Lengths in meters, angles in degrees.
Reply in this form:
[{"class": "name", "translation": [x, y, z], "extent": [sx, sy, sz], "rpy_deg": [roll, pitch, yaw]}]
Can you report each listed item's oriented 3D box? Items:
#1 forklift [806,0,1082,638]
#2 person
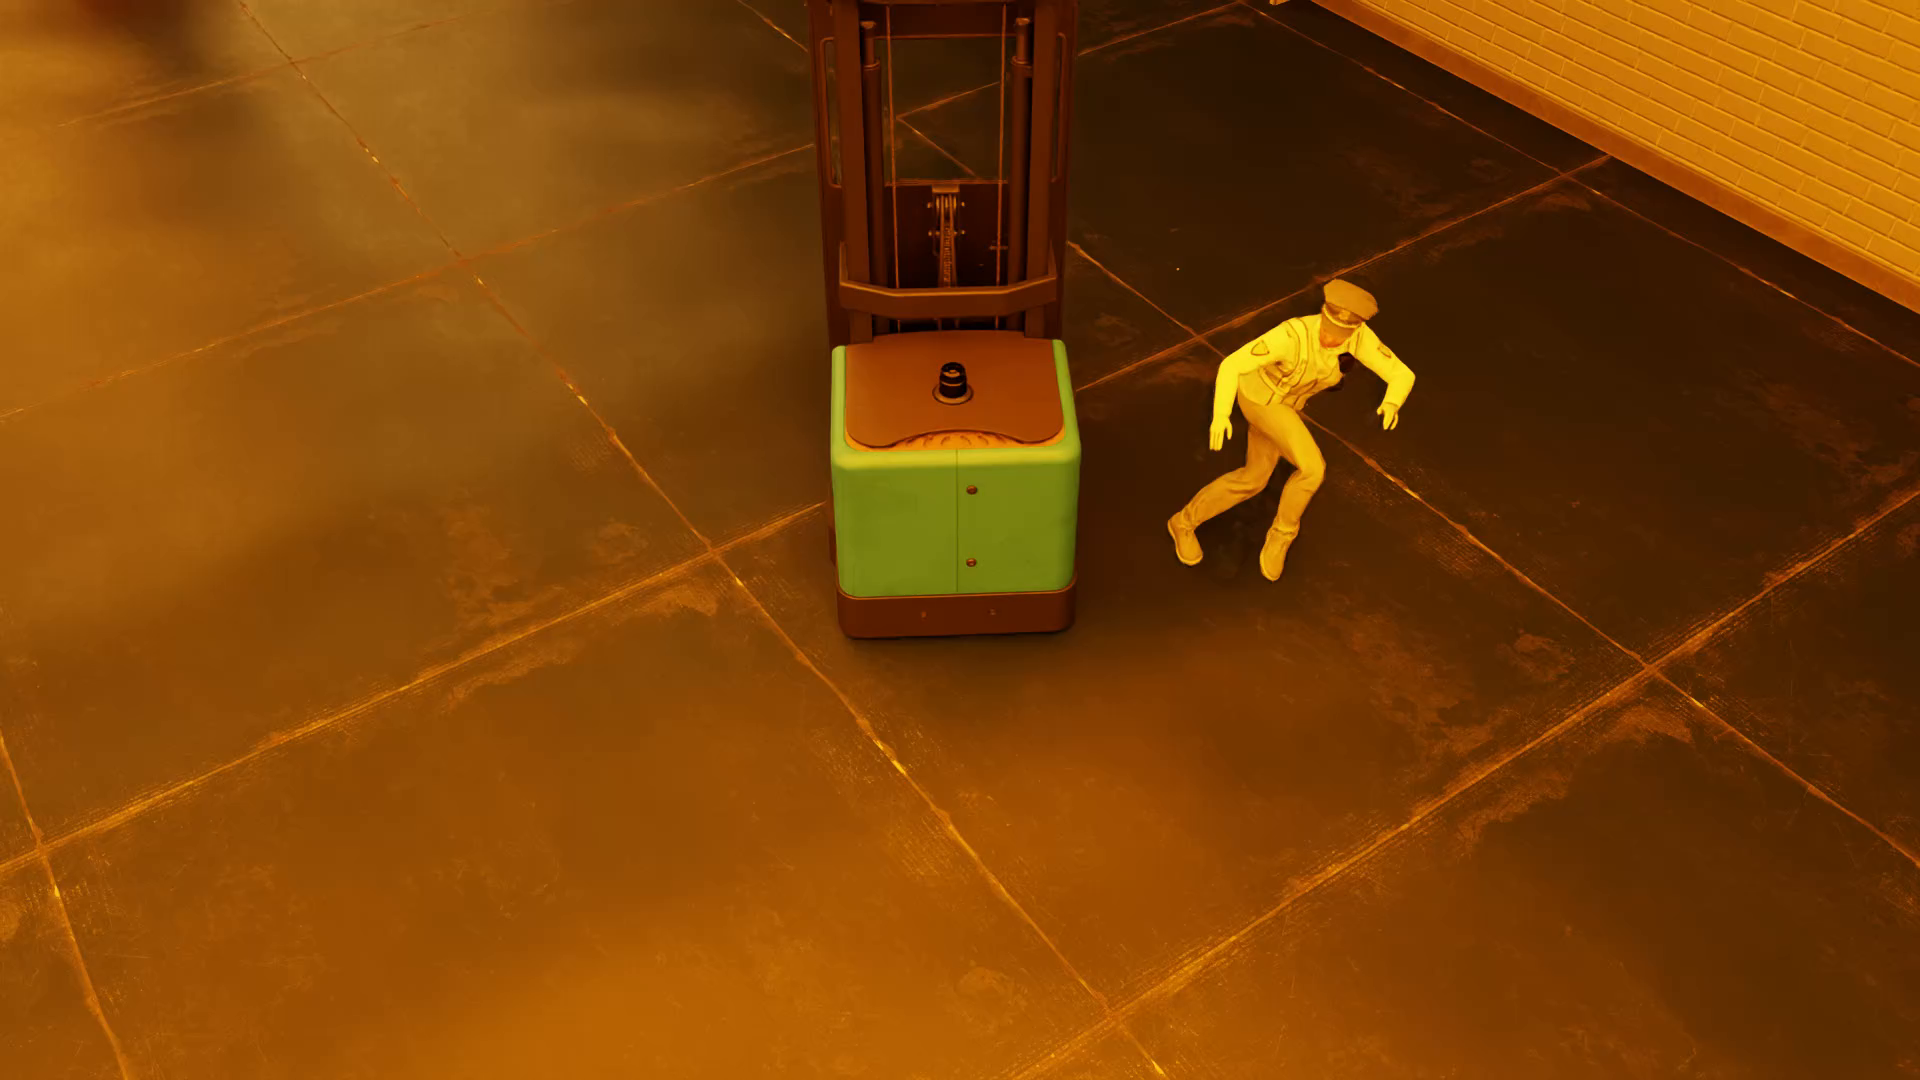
[{"class": "forklift", "translation": [-0.083, -1.633, 7.487], "extent": [1.130, 2.935, 3.031], "rpy_deg": [-2, 43, -2]}, {"class": "person", "translation": [1.465, -0.468, 7.321], "extent": [0.915, 1.435, 0.834], "rpy_deg": [-24, 48, -24]}]
